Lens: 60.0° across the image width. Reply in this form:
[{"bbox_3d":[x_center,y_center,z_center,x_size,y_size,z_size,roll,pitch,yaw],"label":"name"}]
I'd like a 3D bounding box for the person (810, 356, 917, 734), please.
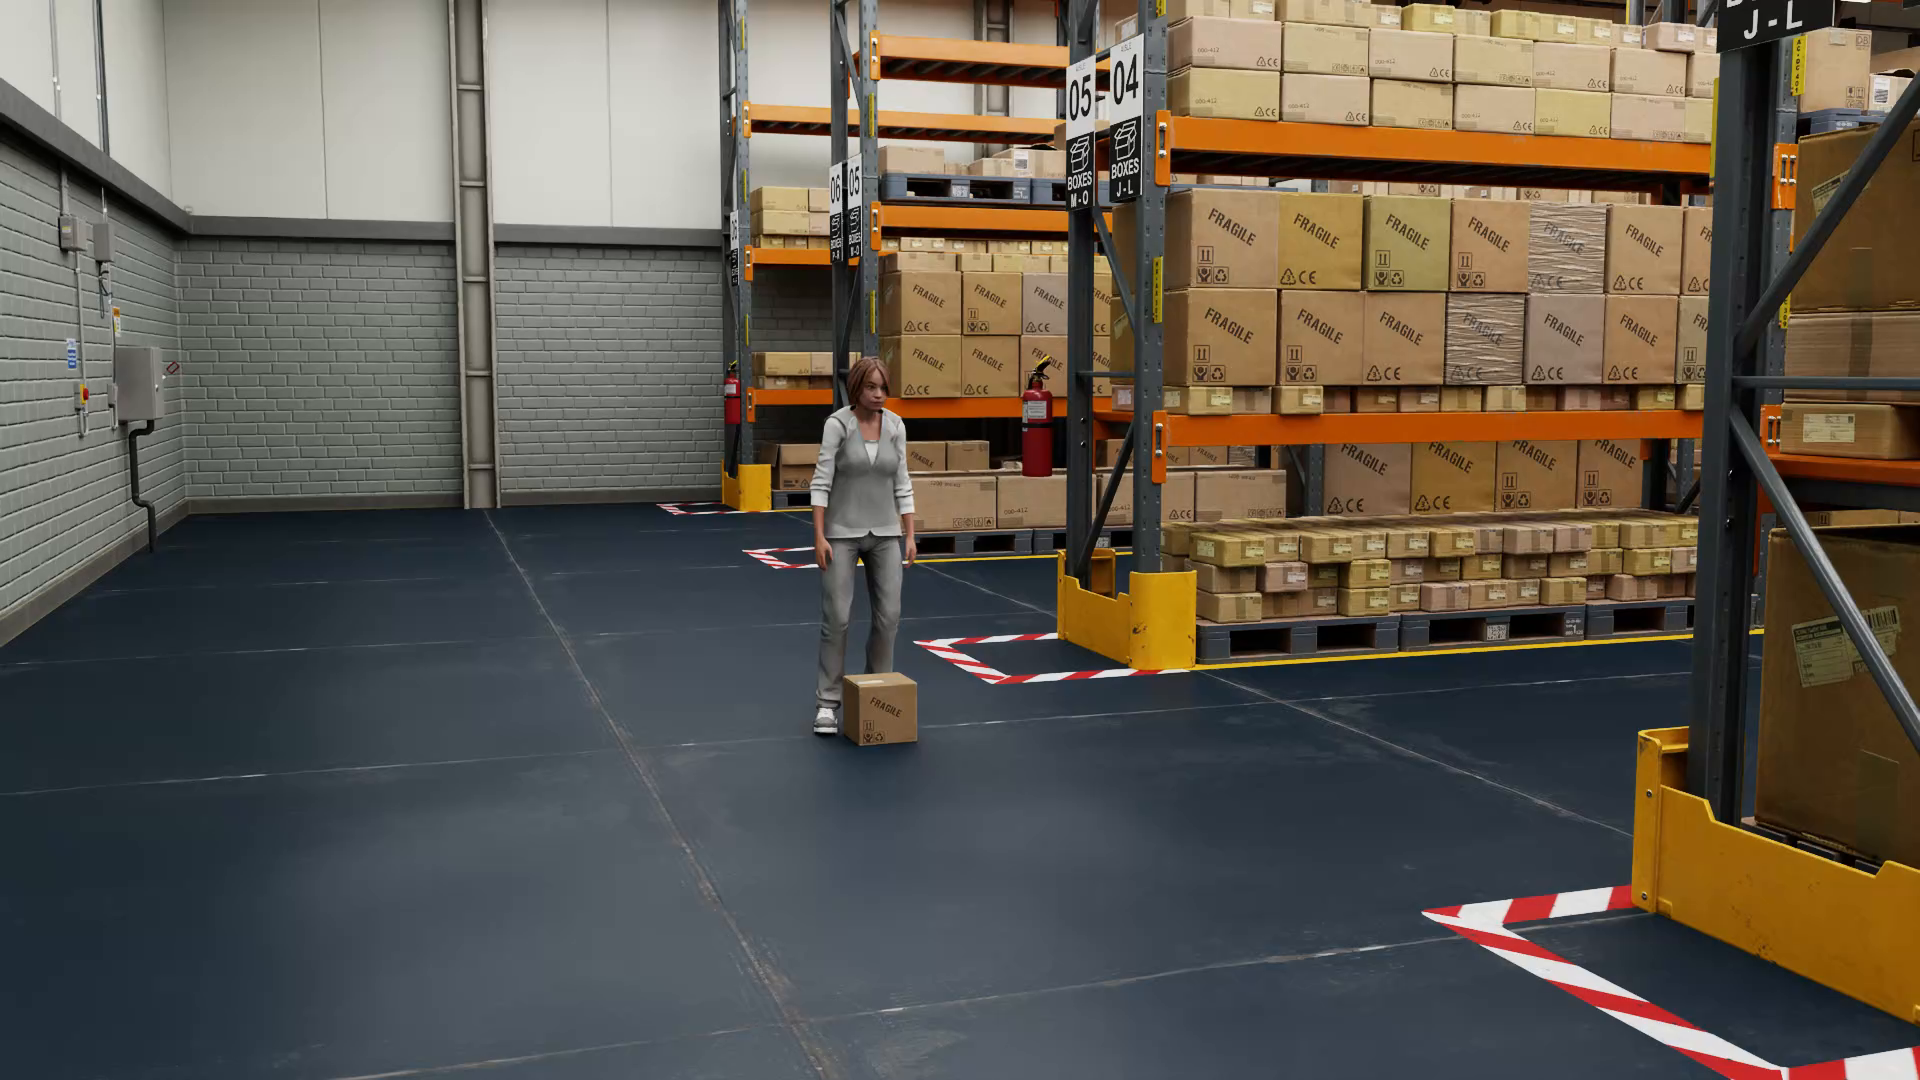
[{"bbox_3d":[-0.420,0.014,7.126,0.484,1.594,0.340,-2,6,-22],"label":"person"}]
